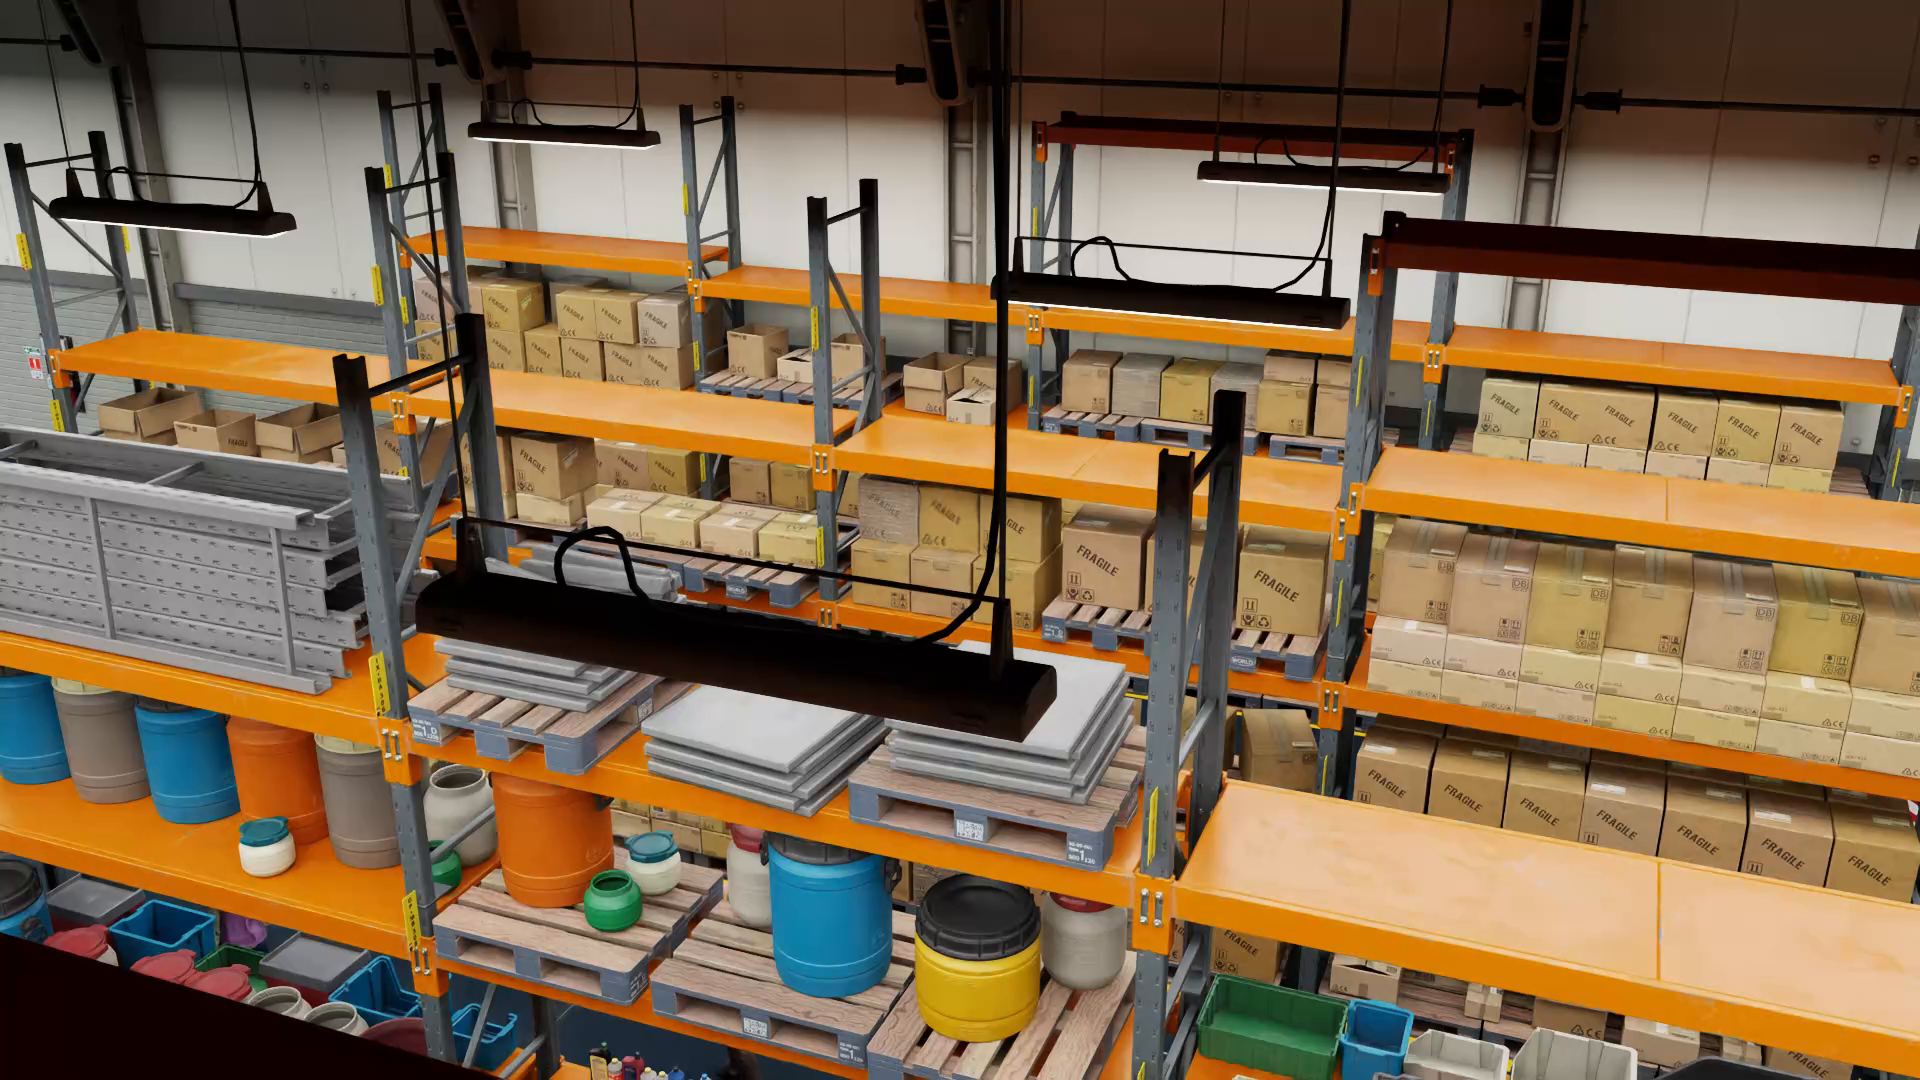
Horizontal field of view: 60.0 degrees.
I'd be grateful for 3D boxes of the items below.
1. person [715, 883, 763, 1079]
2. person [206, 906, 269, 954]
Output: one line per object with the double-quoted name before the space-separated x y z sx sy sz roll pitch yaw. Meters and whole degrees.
"person" -1.600 3.178 11.669 0.573 1.764 0.578 11 24 28
"person" -5.388 2.945 12.446 0.446 1.538 0.994 -10 23 -25
